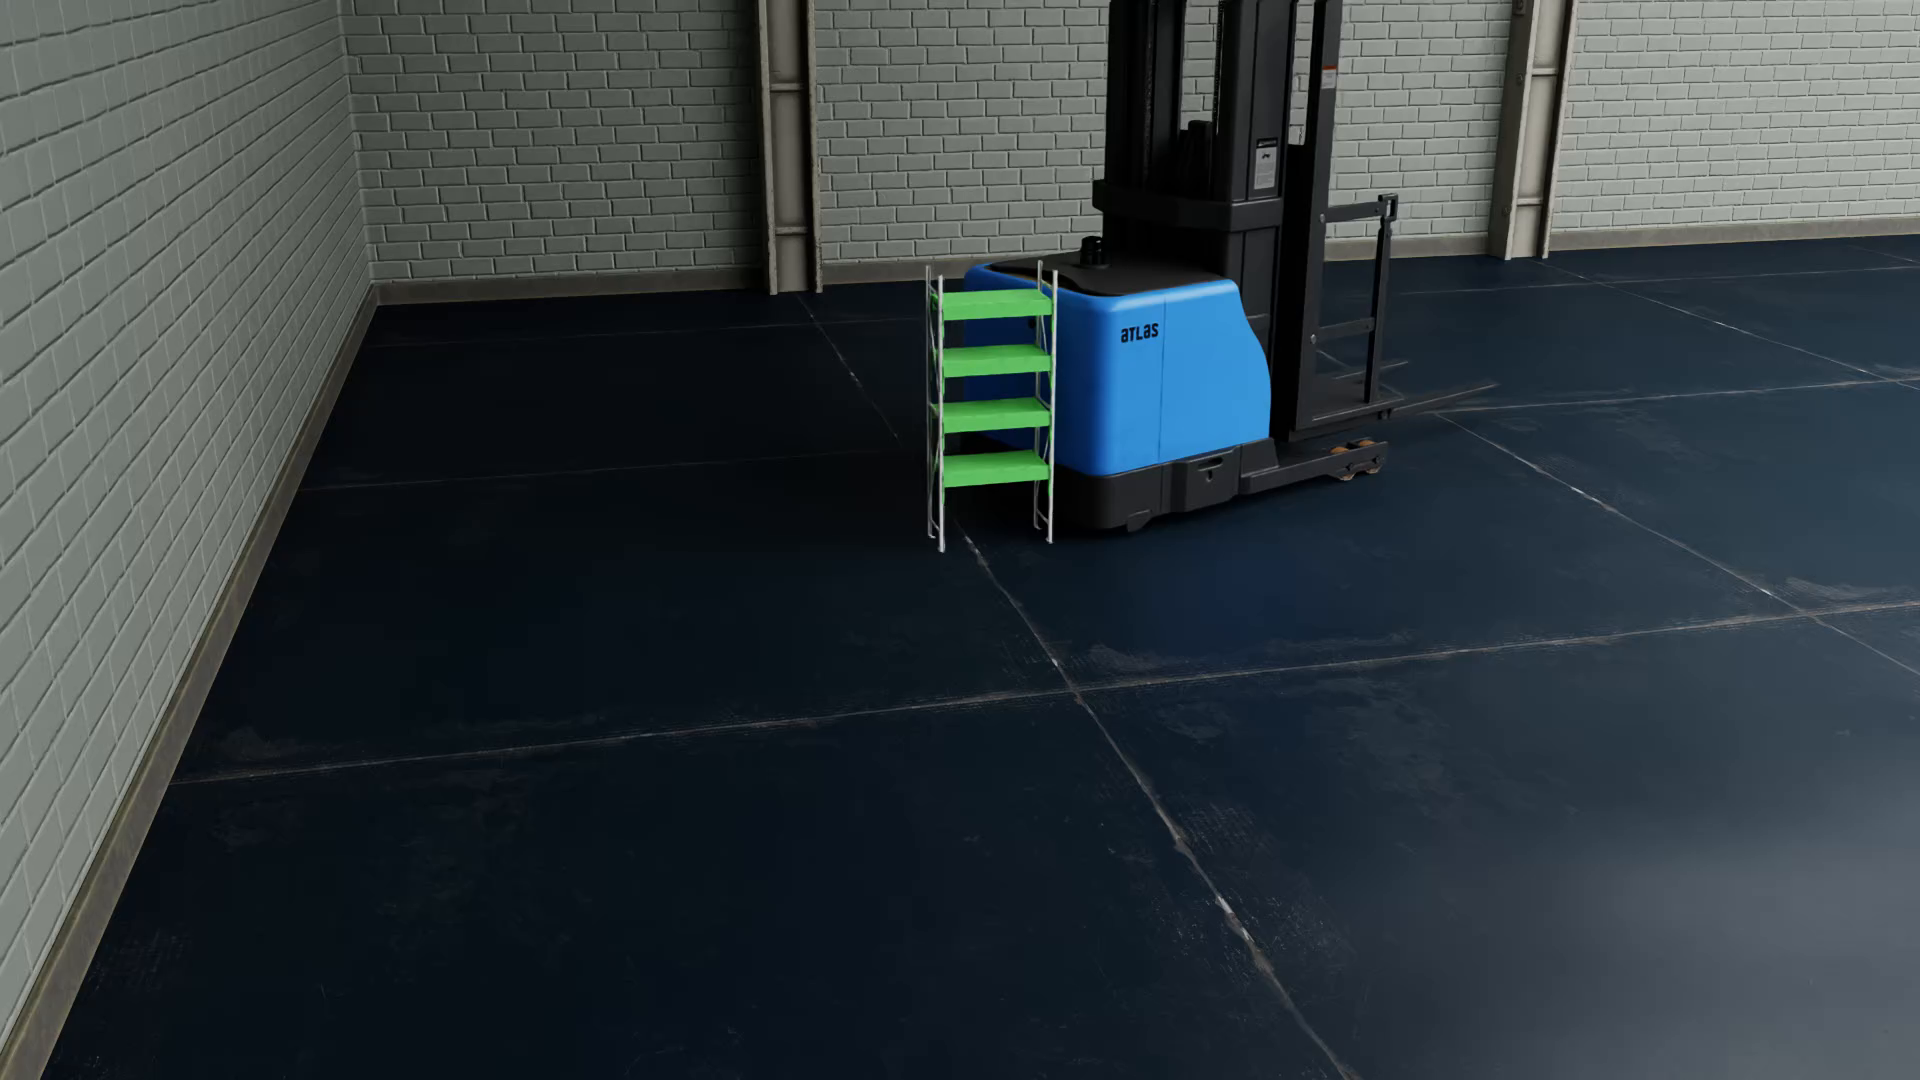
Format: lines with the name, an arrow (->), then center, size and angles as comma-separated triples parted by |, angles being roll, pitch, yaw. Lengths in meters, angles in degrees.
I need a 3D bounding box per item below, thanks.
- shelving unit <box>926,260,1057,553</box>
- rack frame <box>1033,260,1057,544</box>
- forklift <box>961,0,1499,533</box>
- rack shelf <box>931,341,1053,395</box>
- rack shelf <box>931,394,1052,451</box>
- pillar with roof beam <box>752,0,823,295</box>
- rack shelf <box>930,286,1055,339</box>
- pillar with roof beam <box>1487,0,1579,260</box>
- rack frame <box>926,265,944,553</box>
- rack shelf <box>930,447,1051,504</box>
shelving unit -> 0.129, -0.567, 7.118 | 0.503, 1.200, 0.258 | -5, 21, -13
rack frame -> 0.366, -0.587, 7.174 | 0.015, 1.200, 0.240 | -5, 21, -13
forklift -> 1.493, -1.793, 7.949 | 3.031, 2.935, 1.130 | -14, 24, -34
rack shelf -> 0.129, -0.732, 7.057 | 0.480, 0.148, 0.258 | -5, 21, -13
rack shelf -> 0.129, -0.507, 7.140 | 0.480, 0.148, 0.258 | -5, 21, -13
pillar with roof beam -> -0.255, -4.657, 6.946 | 0.400, 9.000, 9.100 | -5, 21, -12
rack shelf -> 0.129, -0.958, 6.975 | 0.480, 0.148, 0.258 | -5, 21, -13
pillar with roof beam -> 5.584, -5.132, 8.243 | 0.400, 9.000, 9.100 | -5, 21, -12
rack frame -> -0.107, -0.547, 7.062 | 0.015, 1.200, 0.240 | -5, 21, -13
rack shelf -> 0.129, -0.282, 7.223 | 0.480, 0.148, 0.258 | -5, 21, -13
